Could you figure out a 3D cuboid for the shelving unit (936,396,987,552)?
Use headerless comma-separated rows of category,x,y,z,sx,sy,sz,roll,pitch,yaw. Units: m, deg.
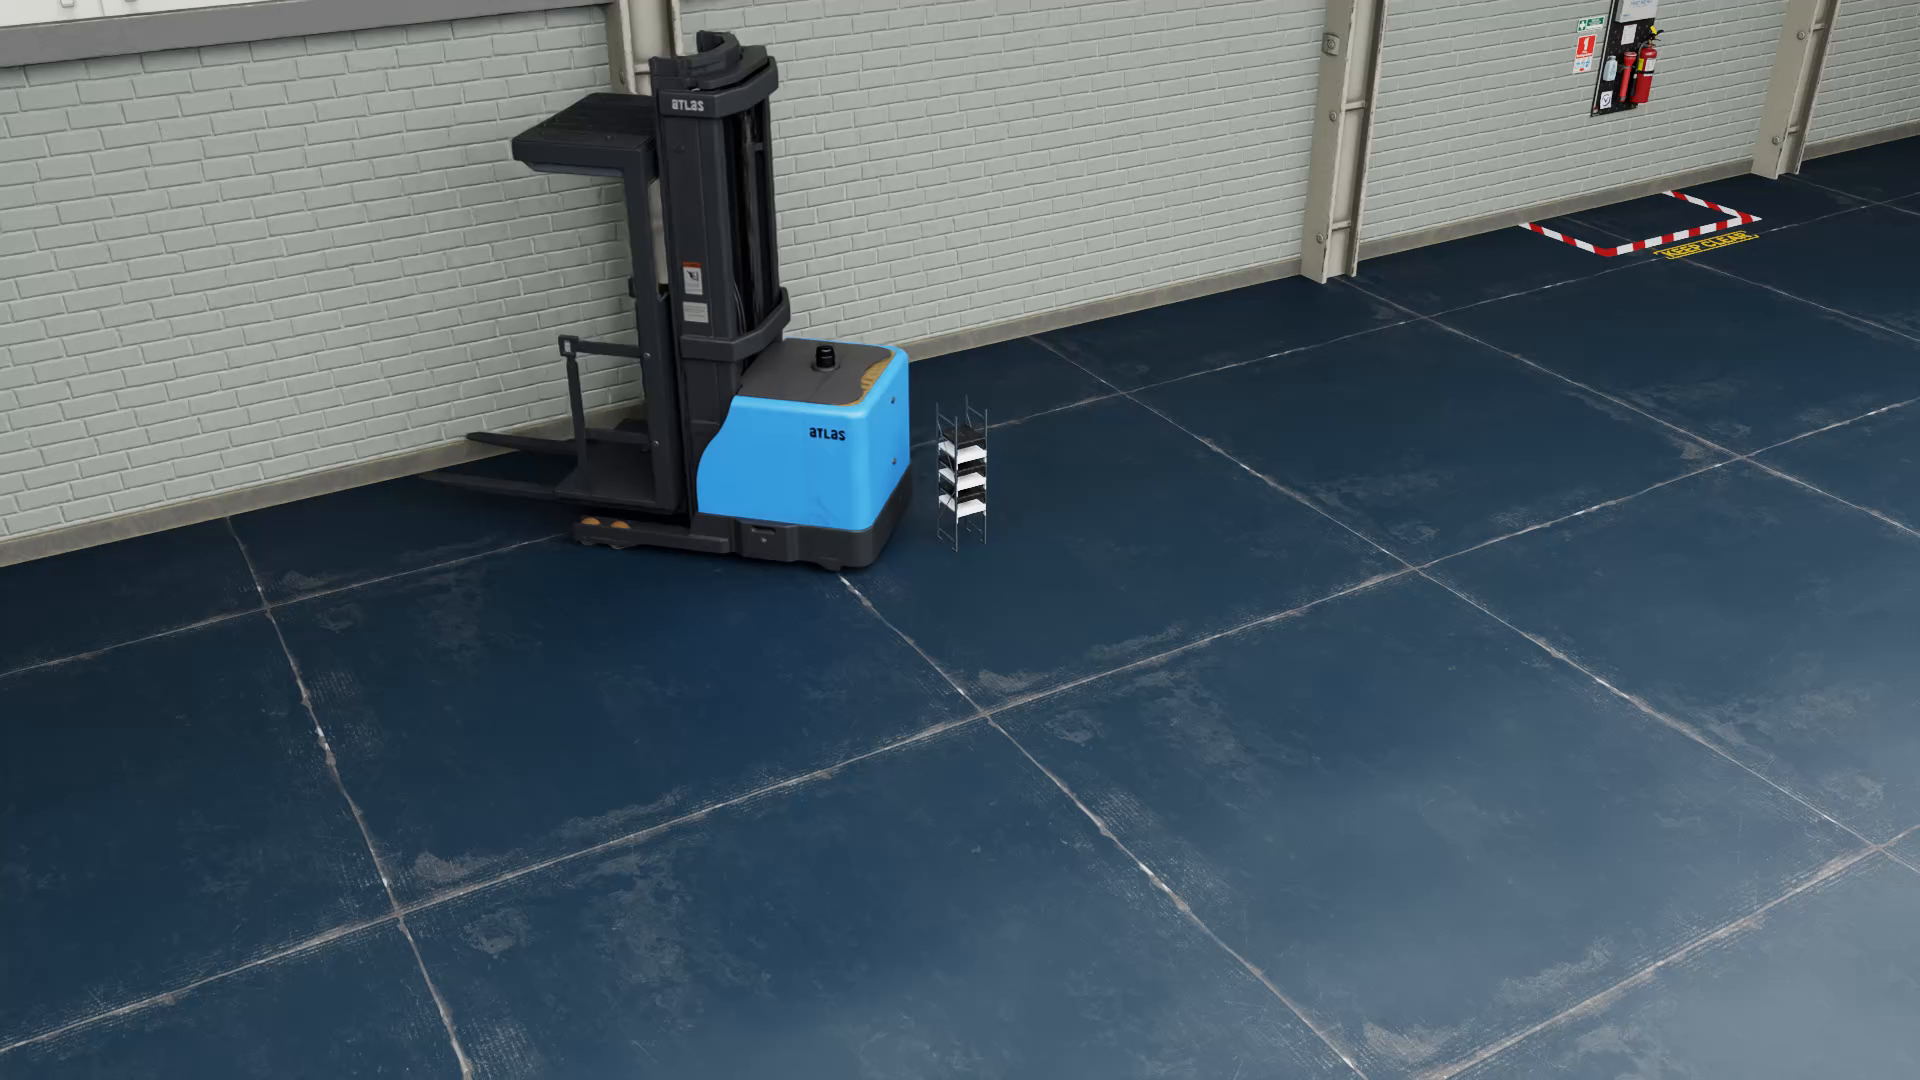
shelving unit,0.007,-0.396,10.036,0.210,0.900,0.258,-16,33,-26

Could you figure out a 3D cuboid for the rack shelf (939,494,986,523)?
rack shelf,0.007,-0.209,10.139,0.200,0.077,0.258,-16,33,-26

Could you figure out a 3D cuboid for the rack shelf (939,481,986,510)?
rack shelf,0.007,-0.288,10.096,0.200,0.077,0.258,-16,33,-26

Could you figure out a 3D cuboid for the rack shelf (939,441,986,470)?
rack shelf,0.007,-0.524,9.965,0.200,0.077,0.258,-16,33,-26

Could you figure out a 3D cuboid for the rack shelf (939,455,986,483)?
rack shelf,0.007,-0.446,10.009,0.200,0.077,0.258,-16,33,-26

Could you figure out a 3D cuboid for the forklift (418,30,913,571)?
forklift,-1.876,-1.467,9.875,3.031,2.935,1.130,7,30,12

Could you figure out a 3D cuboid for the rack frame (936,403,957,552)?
rack frame,-0.081,-0.371,9.991,0.006,0.900,0.240,-16,33,-26

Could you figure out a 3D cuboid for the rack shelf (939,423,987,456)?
rack shelf,0.007,-0.603,9.922,0.200,0.077,0.258,-16,33,-26

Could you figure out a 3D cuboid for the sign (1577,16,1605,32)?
sign,5.688,-4.652,14.989,0.331,0.109,0.001,-16,33,-26

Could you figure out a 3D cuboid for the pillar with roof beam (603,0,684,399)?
pillar with roof beam,0.193,-2.984,6.343,0.400,9.000,9.100,-16,33,-26

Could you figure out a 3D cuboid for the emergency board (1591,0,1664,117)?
emergency board,6.208,-4.499,15.298,0.643,1.169,0.194,-16,33,-26

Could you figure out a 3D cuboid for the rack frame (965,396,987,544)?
rack frame,0.095,-0.421,10.081,0.006,0.900,0.240,-16,33,-26

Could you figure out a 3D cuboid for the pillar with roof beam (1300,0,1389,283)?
pillar with roof beam,5.366,-4.452,9.005,0.400,9.000,9.100,-16,33,-26

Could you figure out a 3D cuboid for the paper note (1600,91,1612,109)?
paper note,6.021,-4.099,15.484,0.142,0.148,0.016,-16,33,-26

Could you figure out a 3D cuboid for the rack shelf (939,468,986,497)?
rack shelf,0.007,-0.367,10.052,0.200,0.077,0.258,-16,33,-26

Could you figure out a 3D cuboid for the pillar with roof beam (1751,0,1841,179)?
pillar with roof beam,10.539,-5.921,11.666,0.400,9.000,9.100,-16,33,-26

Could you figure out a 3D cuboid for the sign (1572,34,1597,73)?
sign,5.679,-4.422,15.122,0.234,0.329,0.001,-16,33,-26
